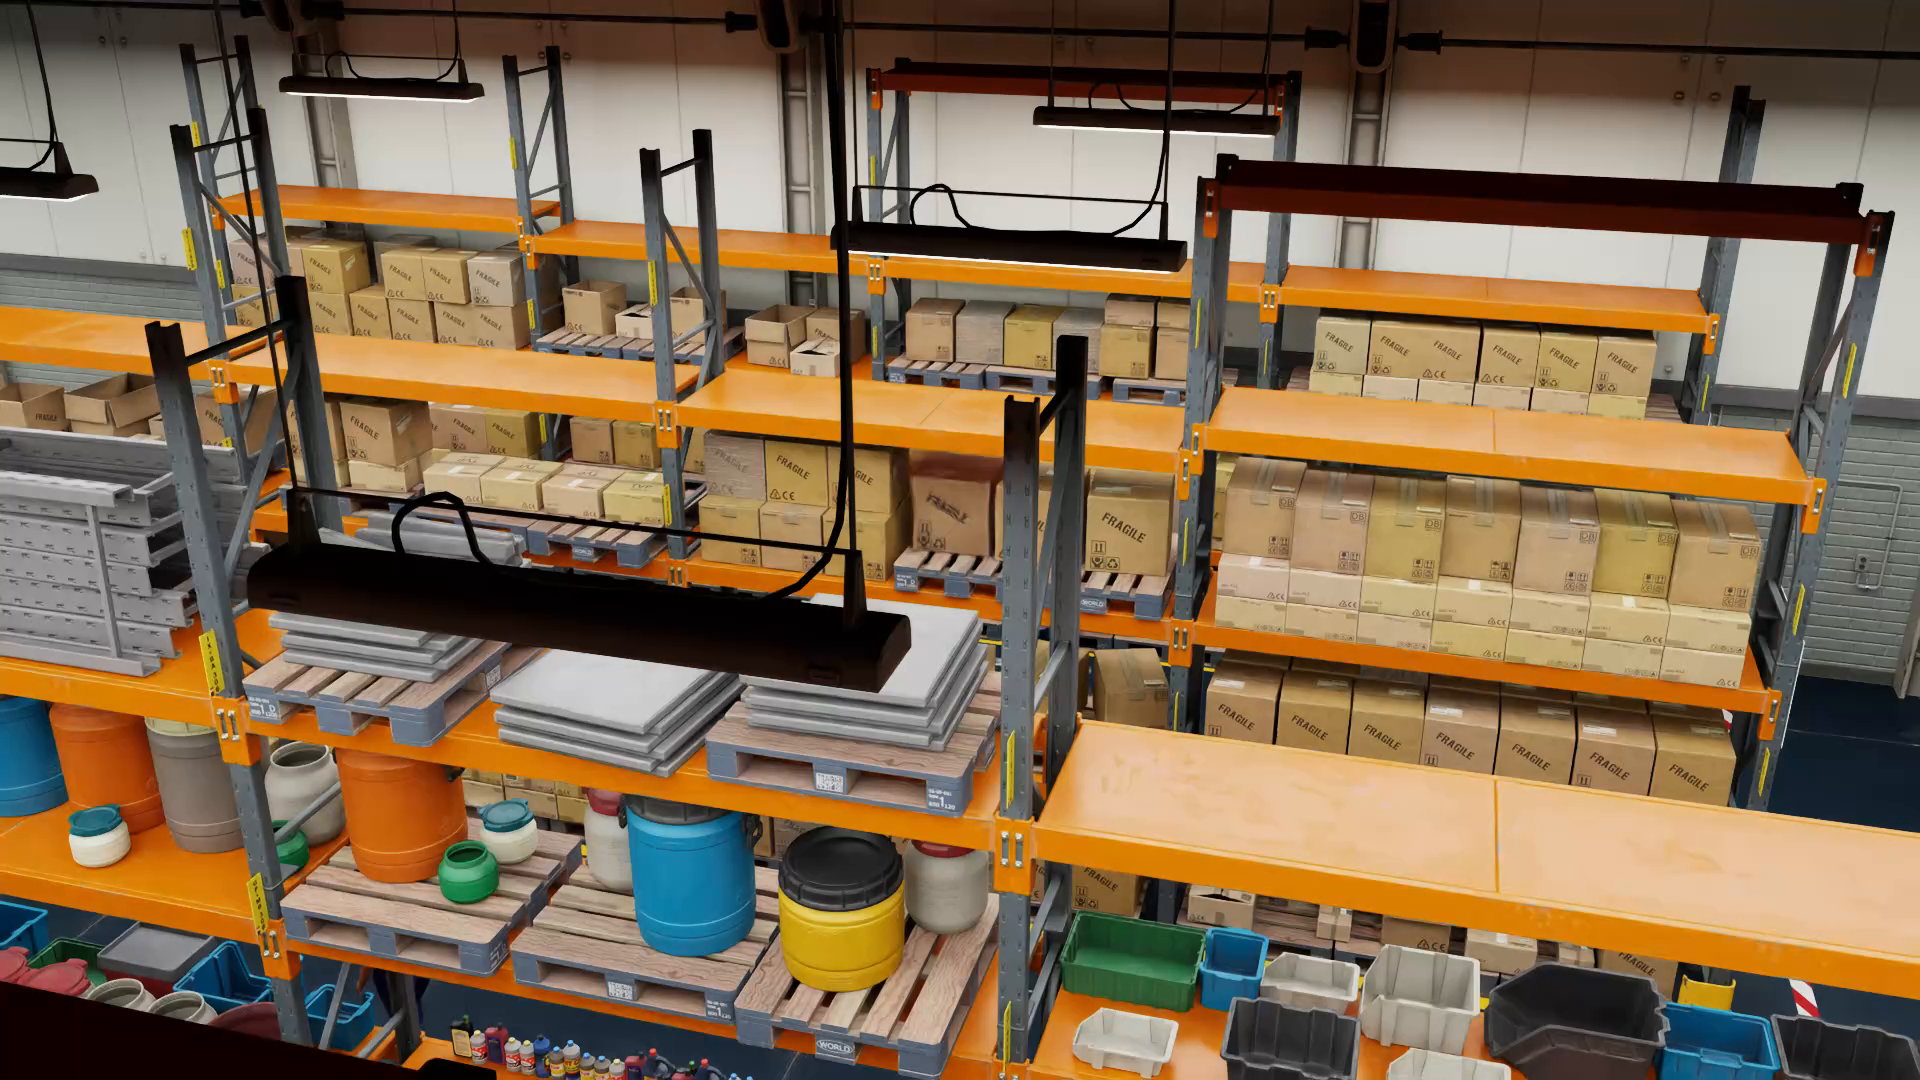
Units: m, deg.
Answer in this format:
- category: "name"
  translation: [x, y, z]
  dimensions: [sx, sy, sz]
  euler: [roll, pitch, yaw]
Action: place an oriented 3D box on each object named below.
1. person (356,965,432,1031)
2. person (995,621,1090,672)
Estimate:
- category: "person"
  translation: [-3.875, 2.988, 11.463]
  dimensions: [0.646, 1.664, 0.538]
  euler: [13, 26, 28]
- category: "person"
  translation: [0.805, 0.731, 16.569]
  dimensions: [1.008, 1.365, 0.463]
  euler: [1, 23, 3]
